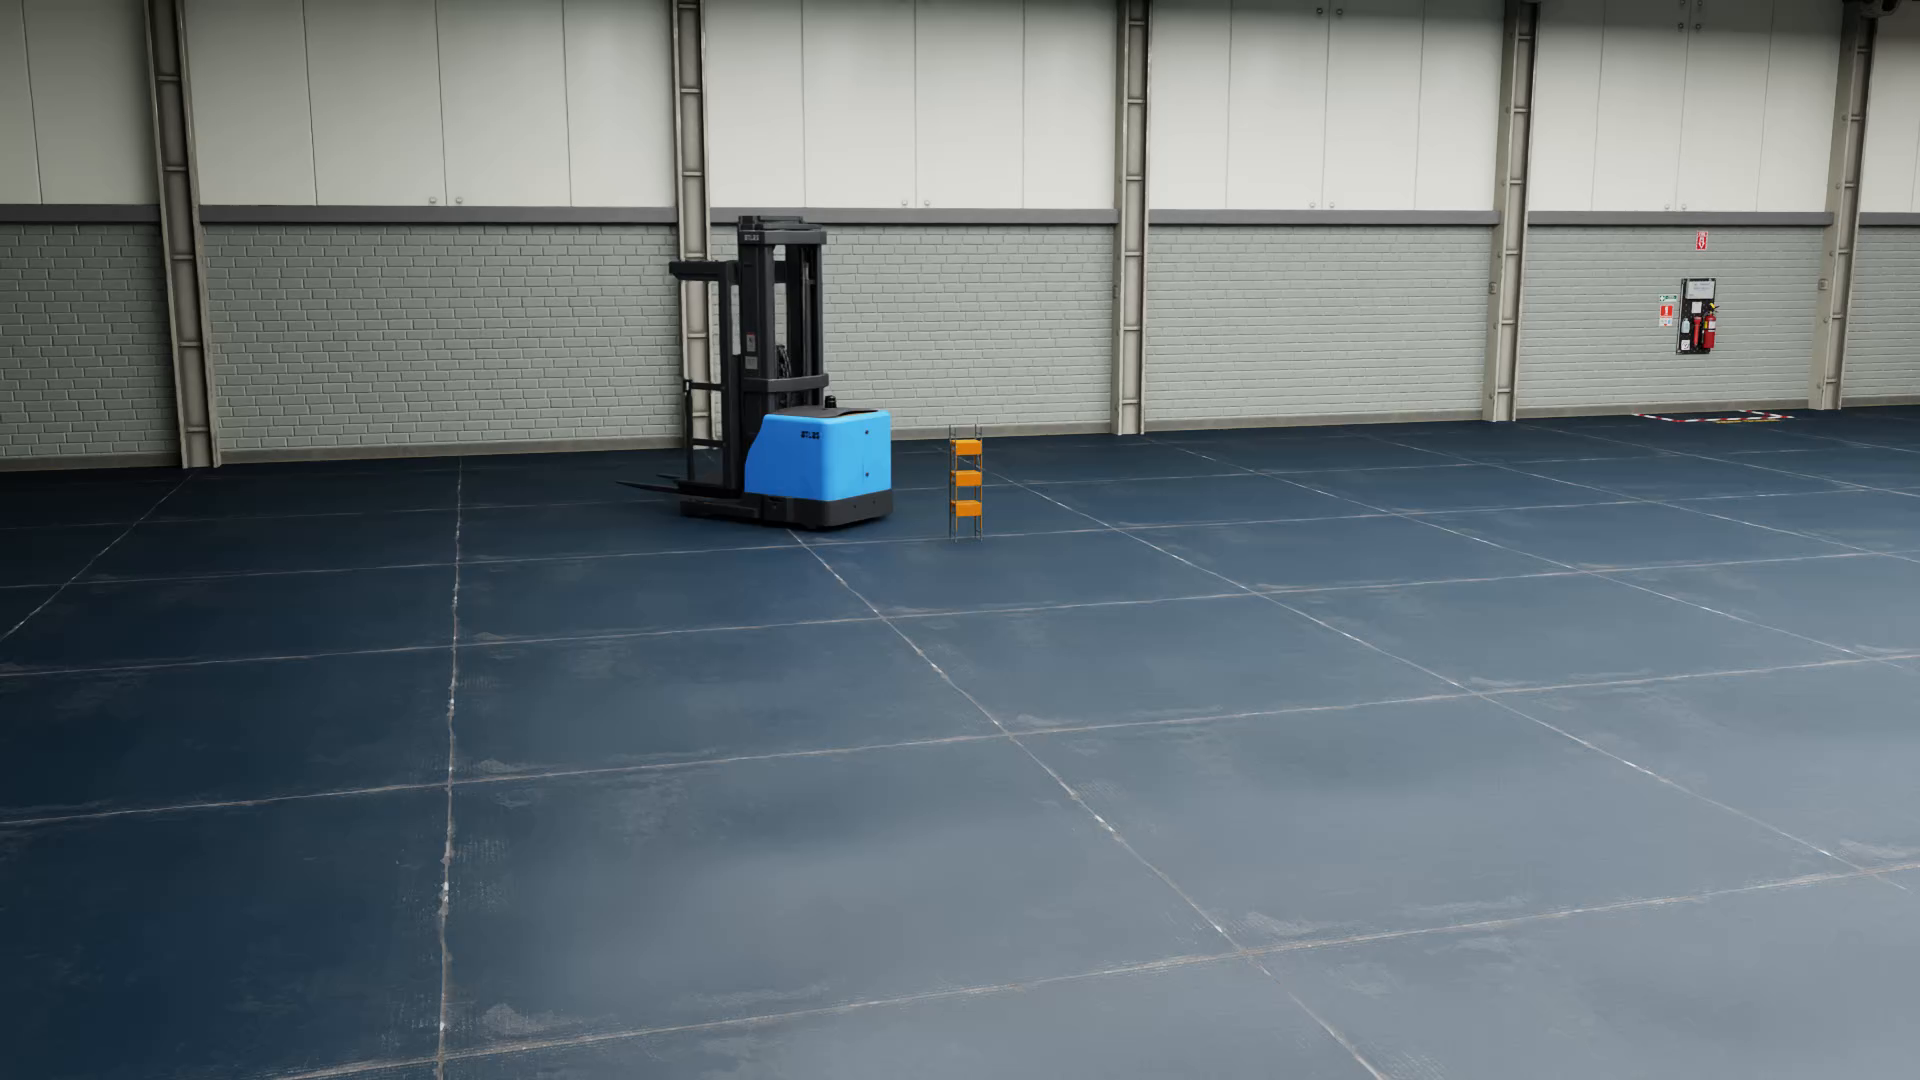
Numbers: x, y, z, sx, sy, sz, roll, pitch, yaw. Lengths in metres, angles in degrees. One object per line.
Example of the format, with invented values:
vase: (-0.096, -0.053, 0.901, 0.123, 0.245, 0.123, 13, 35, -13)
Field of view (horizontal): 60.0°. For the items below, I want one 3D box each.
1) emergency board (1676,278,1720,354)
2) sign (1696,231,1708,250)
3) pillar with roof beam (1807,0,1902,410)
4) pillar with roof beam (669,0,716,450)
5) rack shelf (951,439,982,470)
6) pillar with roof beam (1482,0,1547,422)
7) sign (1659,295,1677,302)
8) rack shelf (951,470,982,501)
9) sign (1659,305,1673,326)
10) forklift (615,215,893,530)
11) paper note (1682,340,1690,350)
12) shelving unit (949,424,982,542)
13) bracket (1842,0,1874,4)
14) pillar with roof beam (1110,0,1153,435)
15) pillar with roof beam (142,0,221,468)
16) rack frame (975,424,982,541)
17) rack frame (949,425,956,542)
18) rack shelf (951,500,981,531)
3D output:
emergency board: (11.491, -3.467, 25.797, 0.643, 1.169, 0.194, -3, 11, -16)
sign: (11.456, -4.624, 25.679, 0.199, 0.298, 0.001, -3, 11, -16)
pillar with roof beam: (15.078, -5.787, 21.832, 0.548, 9.000, 9.100, -3, 11, -16)
pillar with roof beam: (-2.205, -4.876, 16.884, 0.400, 9.000, 9.100, -3, 11, -16)
rack shelf: (0.051, -0.788, 15.120, 0.240, 0.259, 0.215, -3, 11, -16)
pillar with roof beam: (9.317, -5.484, 20.183, 0.548, 9.000, 9.100, -3, 11, -16)
sign: (10.939, -3.734, 25.684, 0.331, 0.109, 0.001, -3, 11, -16)
rack shelf: (0.051, -0.509, 15.172, 0.240, 0.259, 0.215, -3, 11, -16)
sign: (10.932, -3.474, 25.739, 0.234, 0.329, 0.001, -3, 11, -16)
forklift: (-2.163, -1.723, 16.514, 3.031, 2.935, 1.130, 7, 13, 34)
paper note: (11.302, -3.037, 25.894, 0.142, 0.148, 0.016, -3, 11, -16)
shelving unit: (0.051, -0.519, 15.170, 0.252, 1.050, 0.215, -3, 11, -16)
bracket: (13.576, -8.223, 25.122, 0.430, 0.232, 0.235, -3, 11, -16)
pillar with roof beam: (3.556, -5.180, 18.534, 0.400, 9.000, 9.100, -3, 11, -16)
pillar with roof beam: (-7.965, -4.573, 15.235, 0.400, 9.000, 9.100, -3, 11, -16)
rack frame: (0.169, -0.525, 15.203, 0.008, 1.050, 0.200, -3, 11, -16)
rack frame: (-0.066, -0.513, 15.136, 0.008, 1.050, 0.200, -3, 11, -16)
rack shelf: (0.051, -0.235, 15.222, 0.240, 0.259, 0.215, -3, 11, -16)
